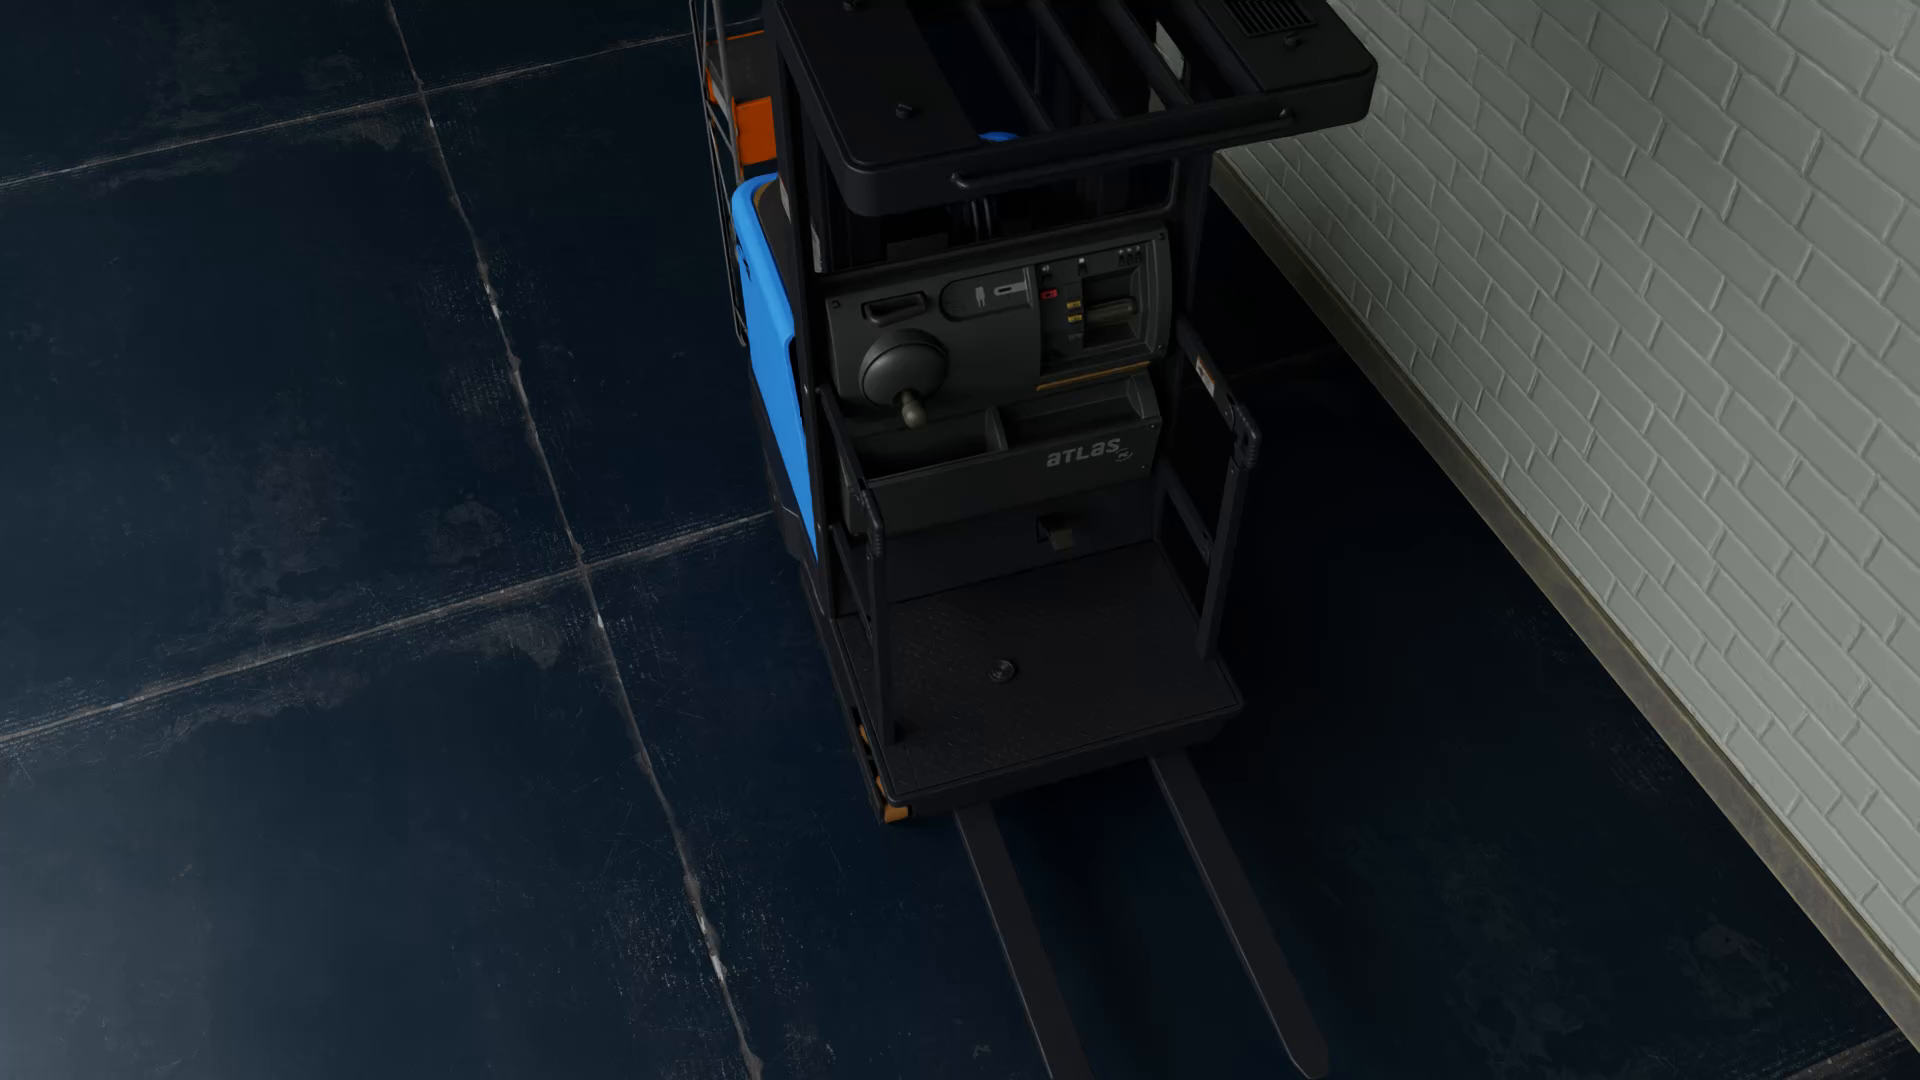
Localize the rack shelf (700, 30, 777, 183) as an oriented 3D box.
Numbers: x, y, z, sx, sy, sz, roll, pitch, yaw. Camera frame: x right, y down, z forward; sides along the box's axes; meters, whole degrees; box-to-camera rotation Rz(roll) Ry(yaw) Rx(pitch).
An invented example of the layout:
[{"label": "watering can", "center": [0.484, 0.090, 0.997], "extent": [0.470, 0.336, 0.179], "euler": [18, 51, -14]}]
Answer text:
[{"label": "rack shelf", "center": [-0.568, -1.420, 5.598], "extent": [0.480, 0.518, 0.431], "euler": [-17, 50, -14]}]

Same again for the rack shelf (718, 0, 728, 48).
[{"label": "rack shelf", "center": [-0.573, -1.885, 5.074], "extent": [0.480, 0.518, 0.431], "euler": [-17, 50, -14]}]

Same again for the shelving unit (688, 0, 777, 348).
[{"label": "shelving unit", "center": [-0.568, -1.429, 5.587], "extent": [0.503, 2.100, 0.431], "euler": [-17, 50, -14]}]

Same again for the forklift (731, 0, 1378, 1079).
[{"label": "forklift", "center": [0.180, -0.455, 4.209], "extent": [1.130, 2.935, 3.031], "euler": [-13, 51, -11]}]

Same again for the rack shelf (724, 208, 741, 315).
[{"label": "rack shelf", "center": [-0.562, -0.955, 6.121], "extent": [0.480, 0.518, 0.431], "euler": [-17, 50, -14]}]

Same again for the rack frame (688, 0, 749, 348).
[{"label": "rack frame", "center": [-0.795, -1.361, 5.529], "extent": [0.015, 2.100, 0.400], "euler": [-17, 50, -14]}]
